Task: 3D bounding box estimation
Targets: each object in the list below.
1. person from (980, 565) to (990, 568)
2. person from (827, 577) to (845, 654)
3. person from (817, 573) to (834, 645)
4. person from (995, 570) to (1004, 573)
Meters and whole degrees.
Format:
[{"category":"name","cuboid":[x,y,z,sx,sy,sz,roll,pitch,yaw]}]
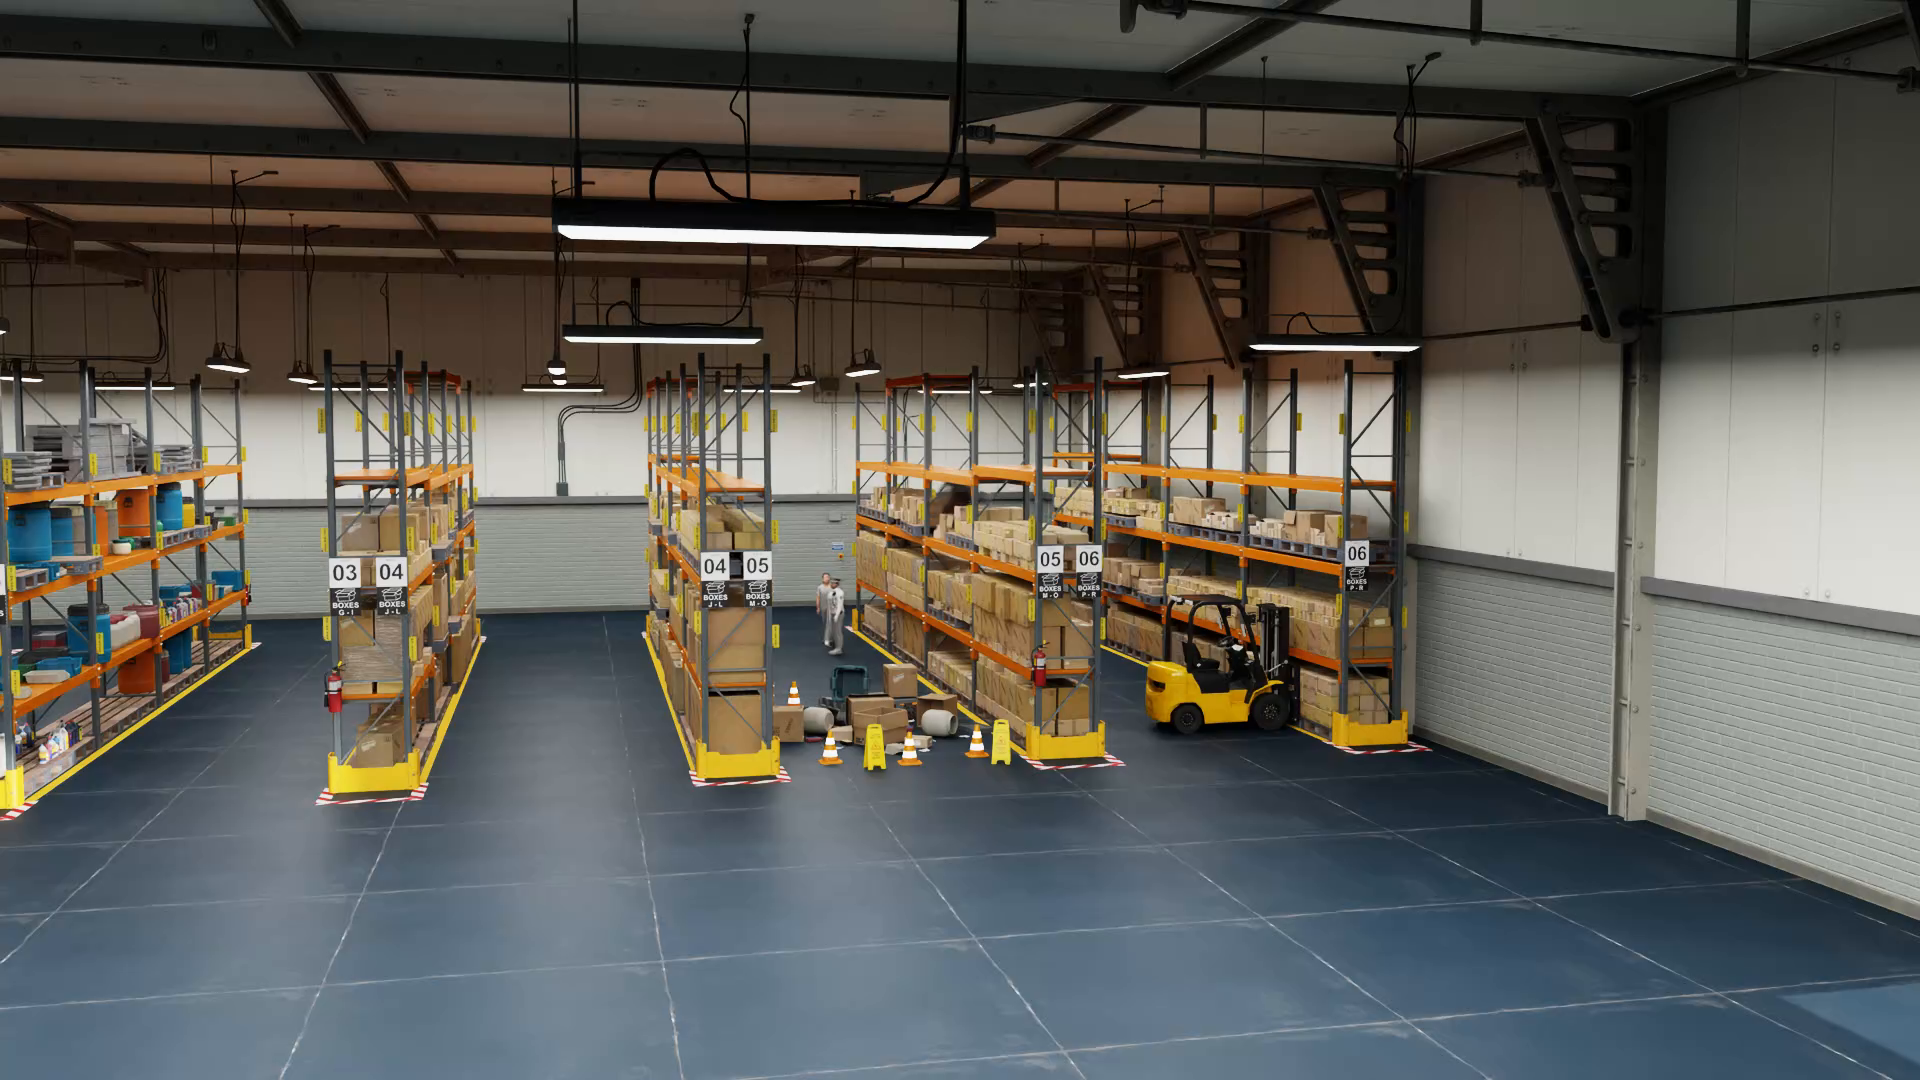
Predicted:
[{"category":"person","cuboid":[0.646,1.167,42.829,0.450,1.677,0.433,-1,4,-19]},{"category":"person","cuboid":[-2.718,1.639,36.182,0.383,1.688,0.498,-3,5,-32]},{"category":"person","cuboid":[-3.023,1.556,37.659,0.494,1.619,0.948,1,4,21]},{"category":"person","cuboid":[1.001,1.320,40.290,0.518,1.808,0.614,-3,5,-38]}]
